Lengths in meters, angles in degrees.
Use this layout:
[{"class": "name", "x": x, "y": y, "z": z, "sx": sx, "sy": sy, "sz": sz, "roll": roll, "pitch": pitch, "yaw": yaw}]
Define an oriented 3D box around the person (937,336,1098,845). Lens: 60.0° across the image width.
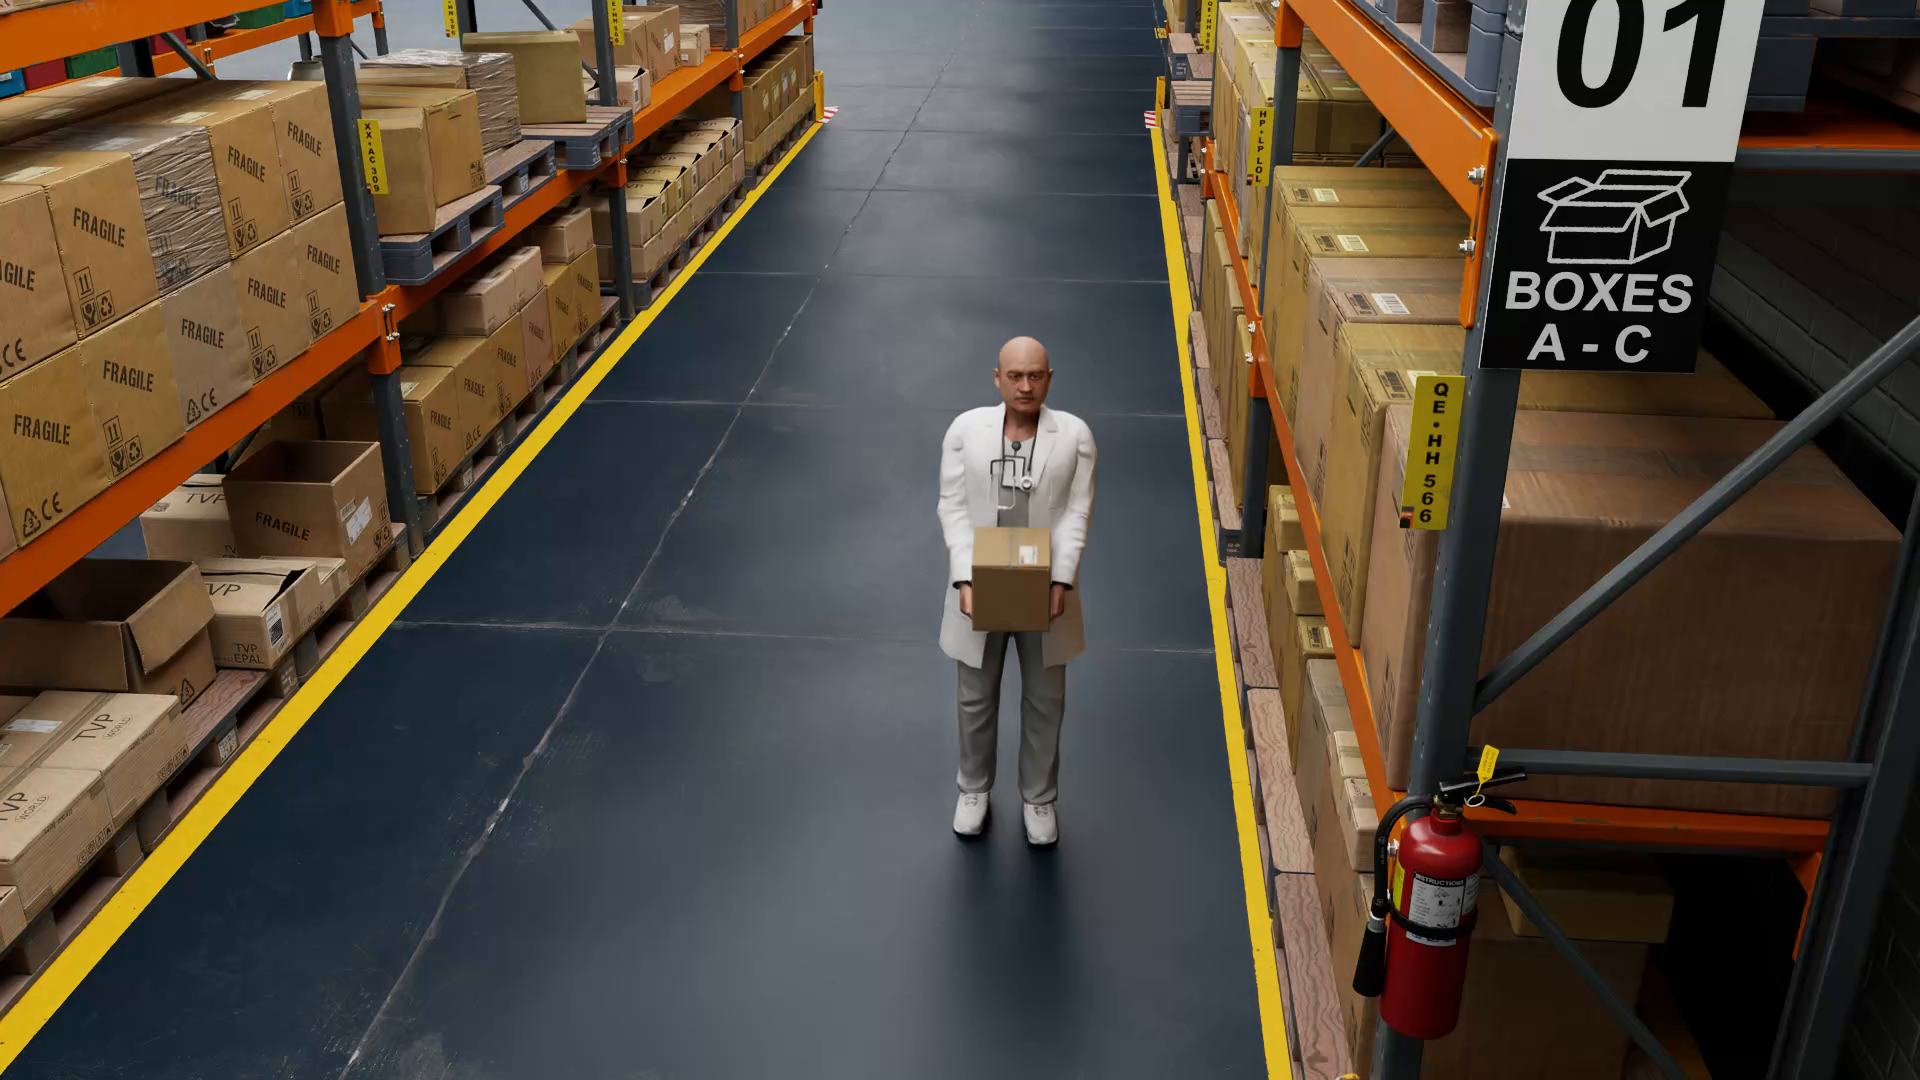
[{"class": "person", "x": 0.185, "y": 0.218, "z": 5.636, "sx": 0.533, "sy": 1.774, "sz": 0.544, "roll": 1, "pitch": 24, "yaw": 3}]
